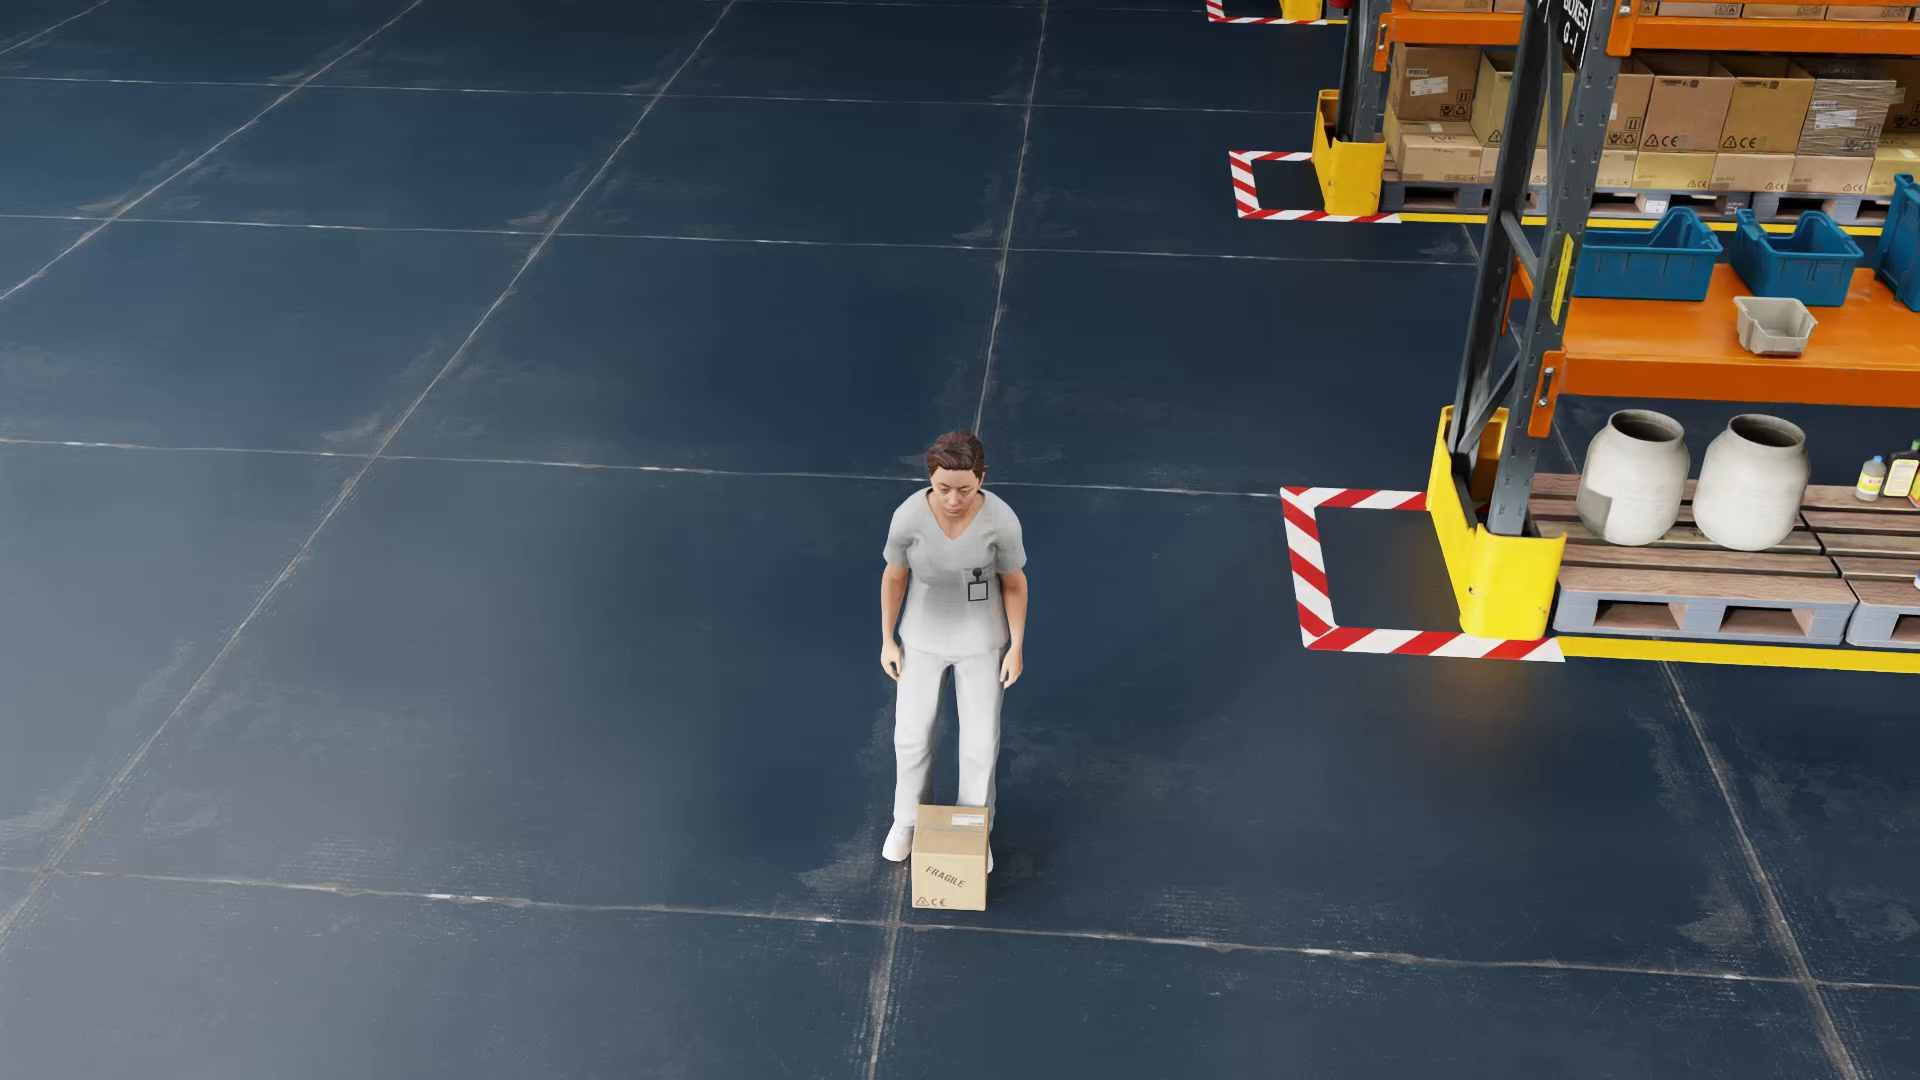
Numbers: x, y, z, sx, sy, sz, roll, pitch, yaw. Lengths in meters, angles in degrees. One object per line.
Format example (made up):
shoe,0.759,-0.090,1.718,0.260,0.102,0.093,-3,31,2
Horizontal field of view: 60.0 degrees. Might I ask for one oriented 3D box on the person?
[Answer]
person,-0.024,0.372,5.543,0.486,1.673,0.406,3,32,4
